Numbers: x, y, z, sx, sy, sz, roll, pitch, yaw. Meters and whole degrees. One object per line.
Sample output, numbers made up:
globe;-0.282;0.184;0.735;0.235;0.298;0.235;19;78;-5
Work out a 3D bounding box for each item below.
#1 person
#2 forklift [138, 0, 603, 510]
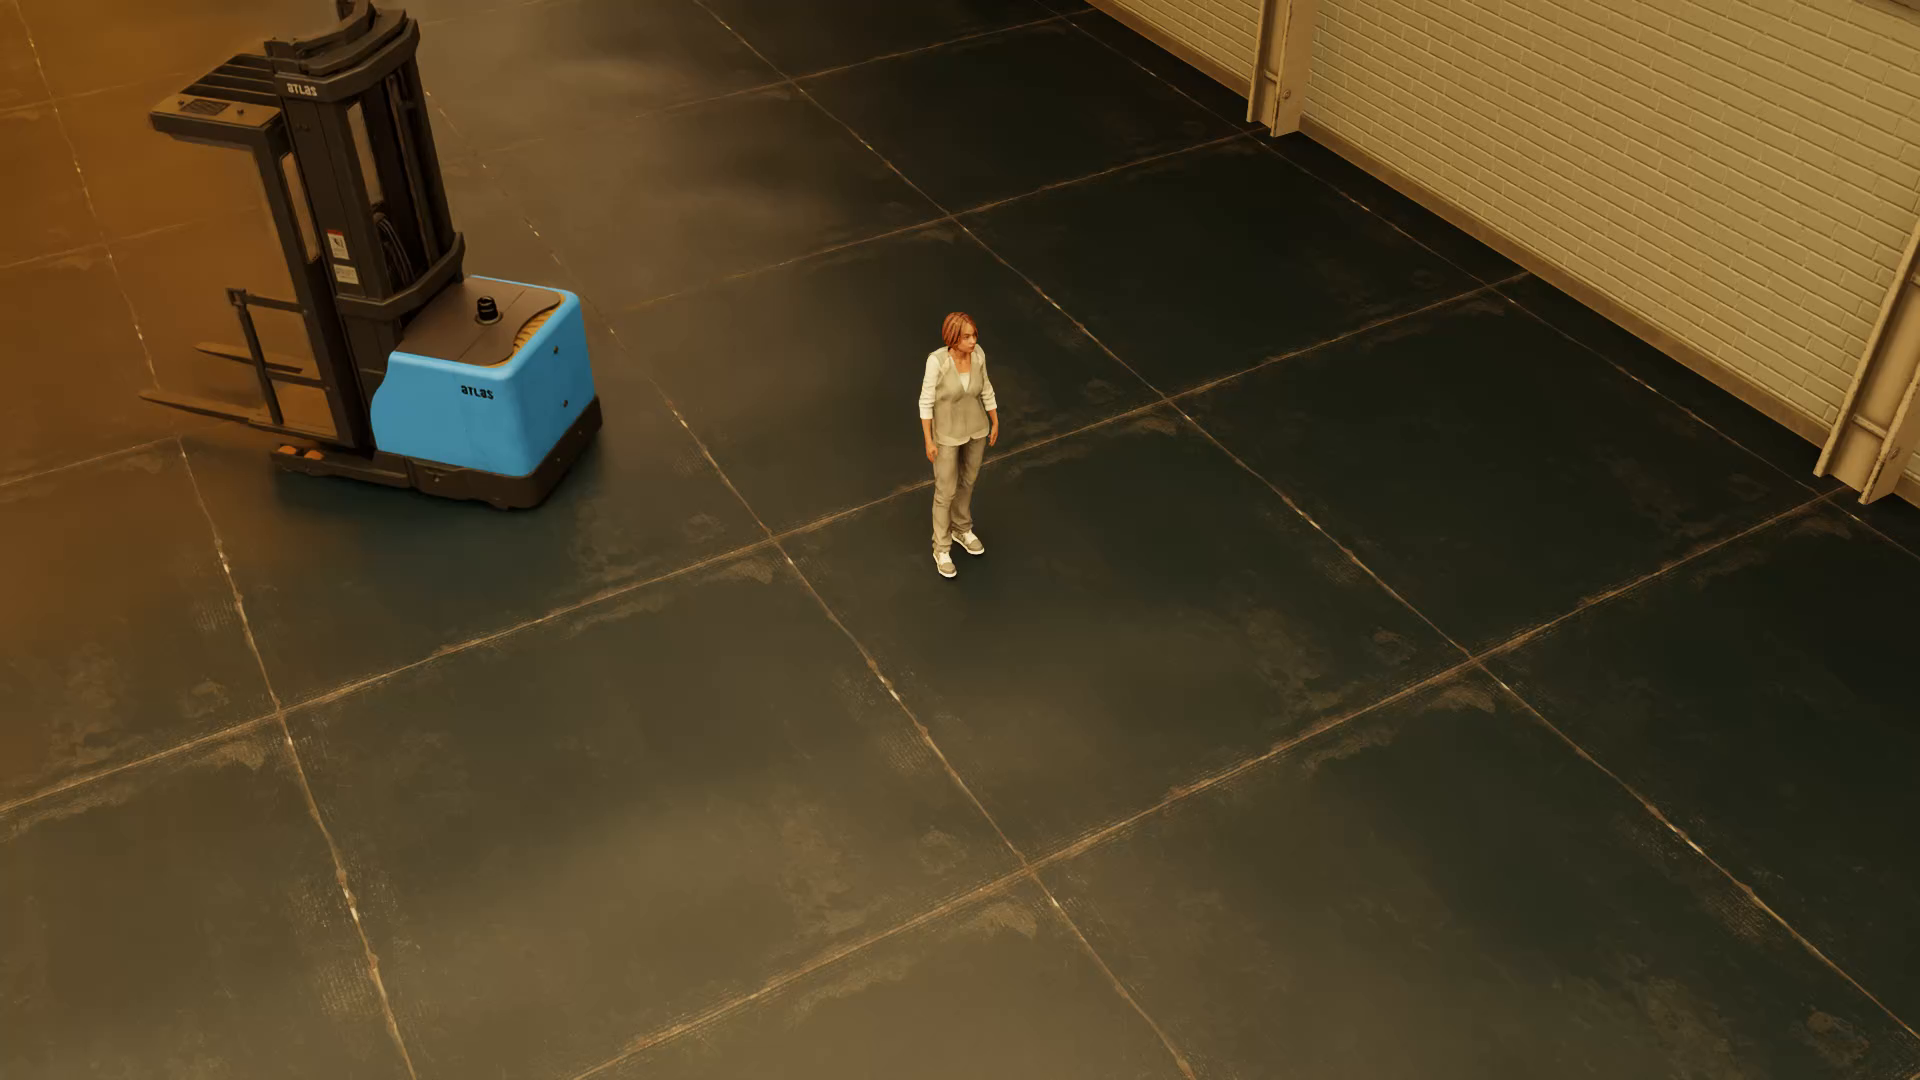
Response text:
person;0.026;-0.572;9.765;0.521;1.592;0.473;-20;44;-23
forklift;-3.974;-1.854;10.272;3.031;2.935;1.130;11;41;13
